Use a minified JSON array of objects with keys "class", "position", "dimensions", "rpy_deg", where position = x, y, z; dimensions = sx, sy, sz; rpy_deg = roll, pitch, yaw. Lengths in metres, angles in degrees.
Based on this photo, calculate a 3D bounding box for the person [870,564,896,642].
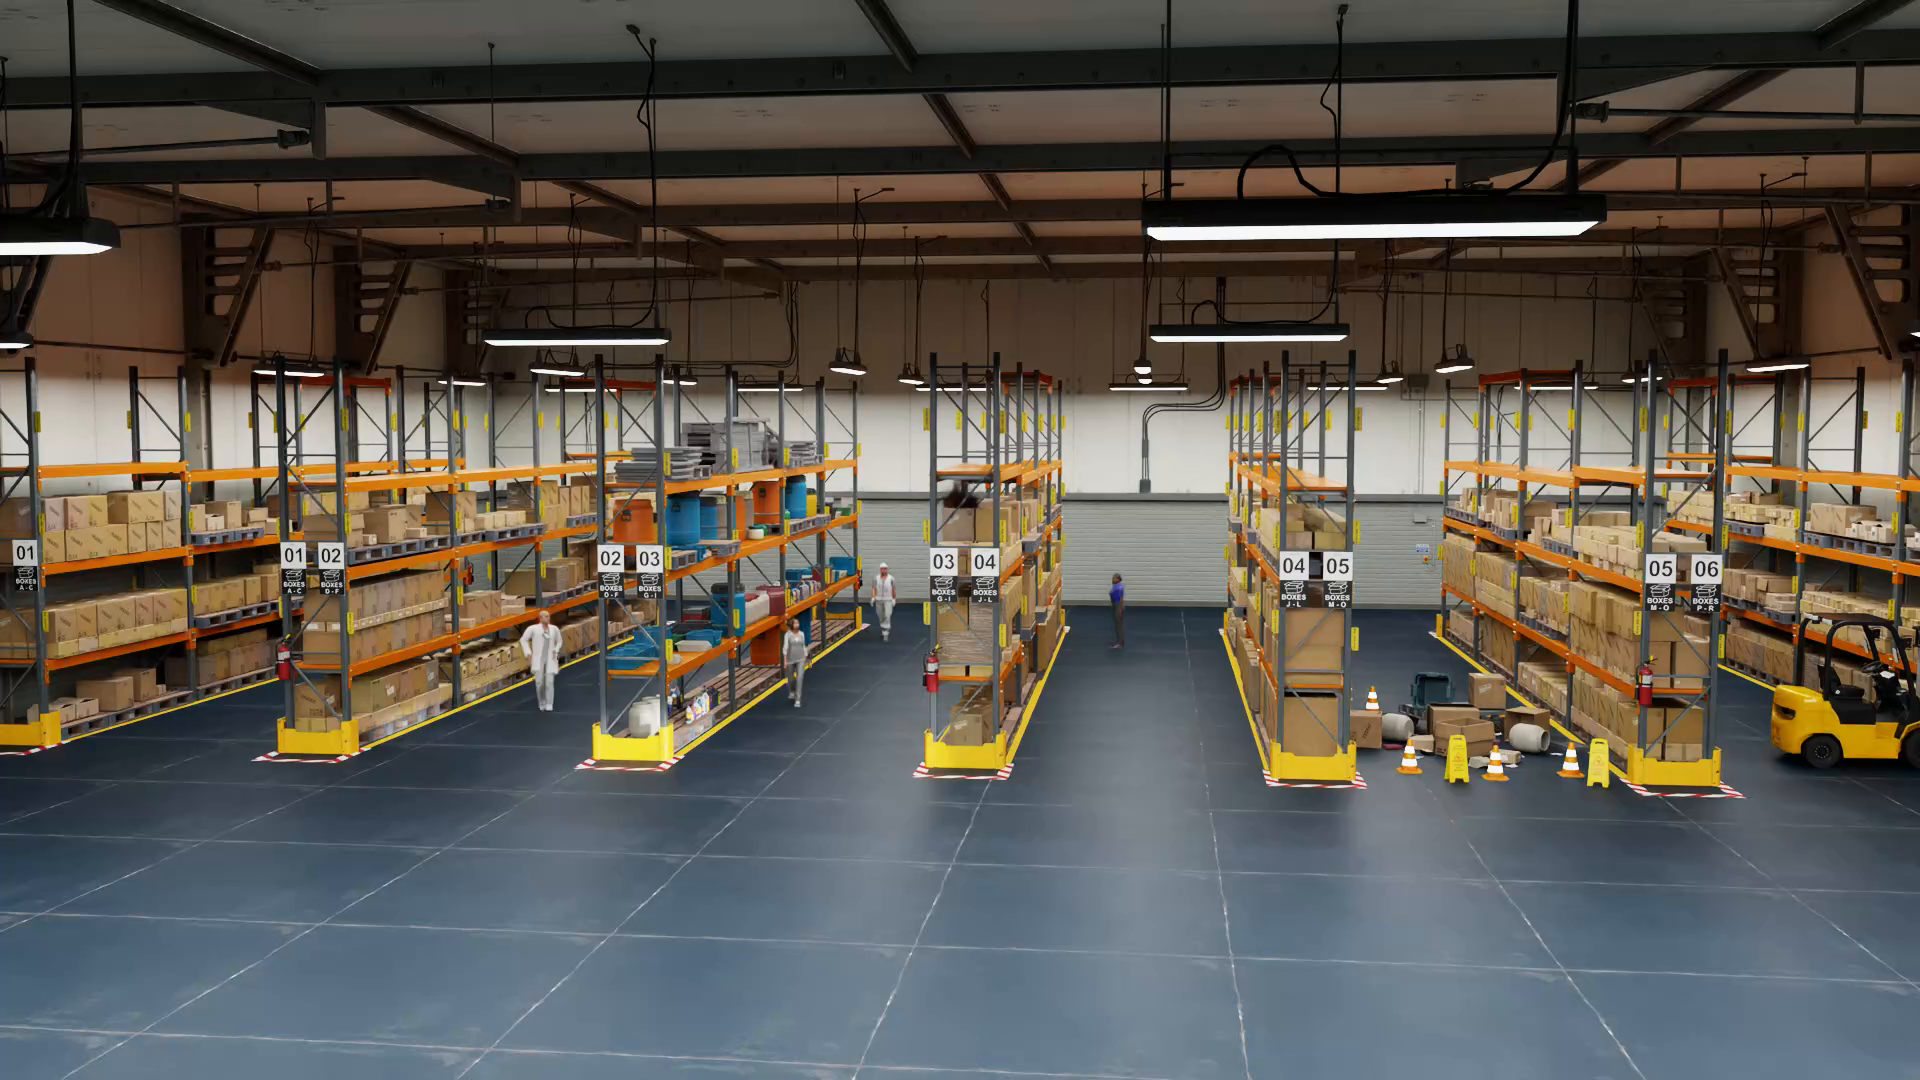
[{"class":"person","position":[-1.773,1.422,38.171],"dimensions":[0.570,1.754,0.983],"rpy_deg":[1,4,8]}]

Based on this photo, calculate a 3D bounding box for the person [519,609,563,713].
[{"class":"person","position":[-7.255,2.116,28.777],"dimensions":[0.728,1.806,0.583],"rpy_deg":[-1,4,-9]}]

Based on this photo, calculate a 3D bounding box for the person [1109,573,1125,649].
[{"class":"person","position":[3.475,1.563,36.798],"dimensions":[0.361,1.663,0.539],"rpy_deg":[-1,4,-18]}]

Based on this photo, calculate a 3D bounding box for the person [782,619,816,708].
[{"class":"person","position":[-2.847,2.199,29.377],"dimensions":[0.582,1.455,0.642],"rpy_deg":[-1,4,-8]}]
